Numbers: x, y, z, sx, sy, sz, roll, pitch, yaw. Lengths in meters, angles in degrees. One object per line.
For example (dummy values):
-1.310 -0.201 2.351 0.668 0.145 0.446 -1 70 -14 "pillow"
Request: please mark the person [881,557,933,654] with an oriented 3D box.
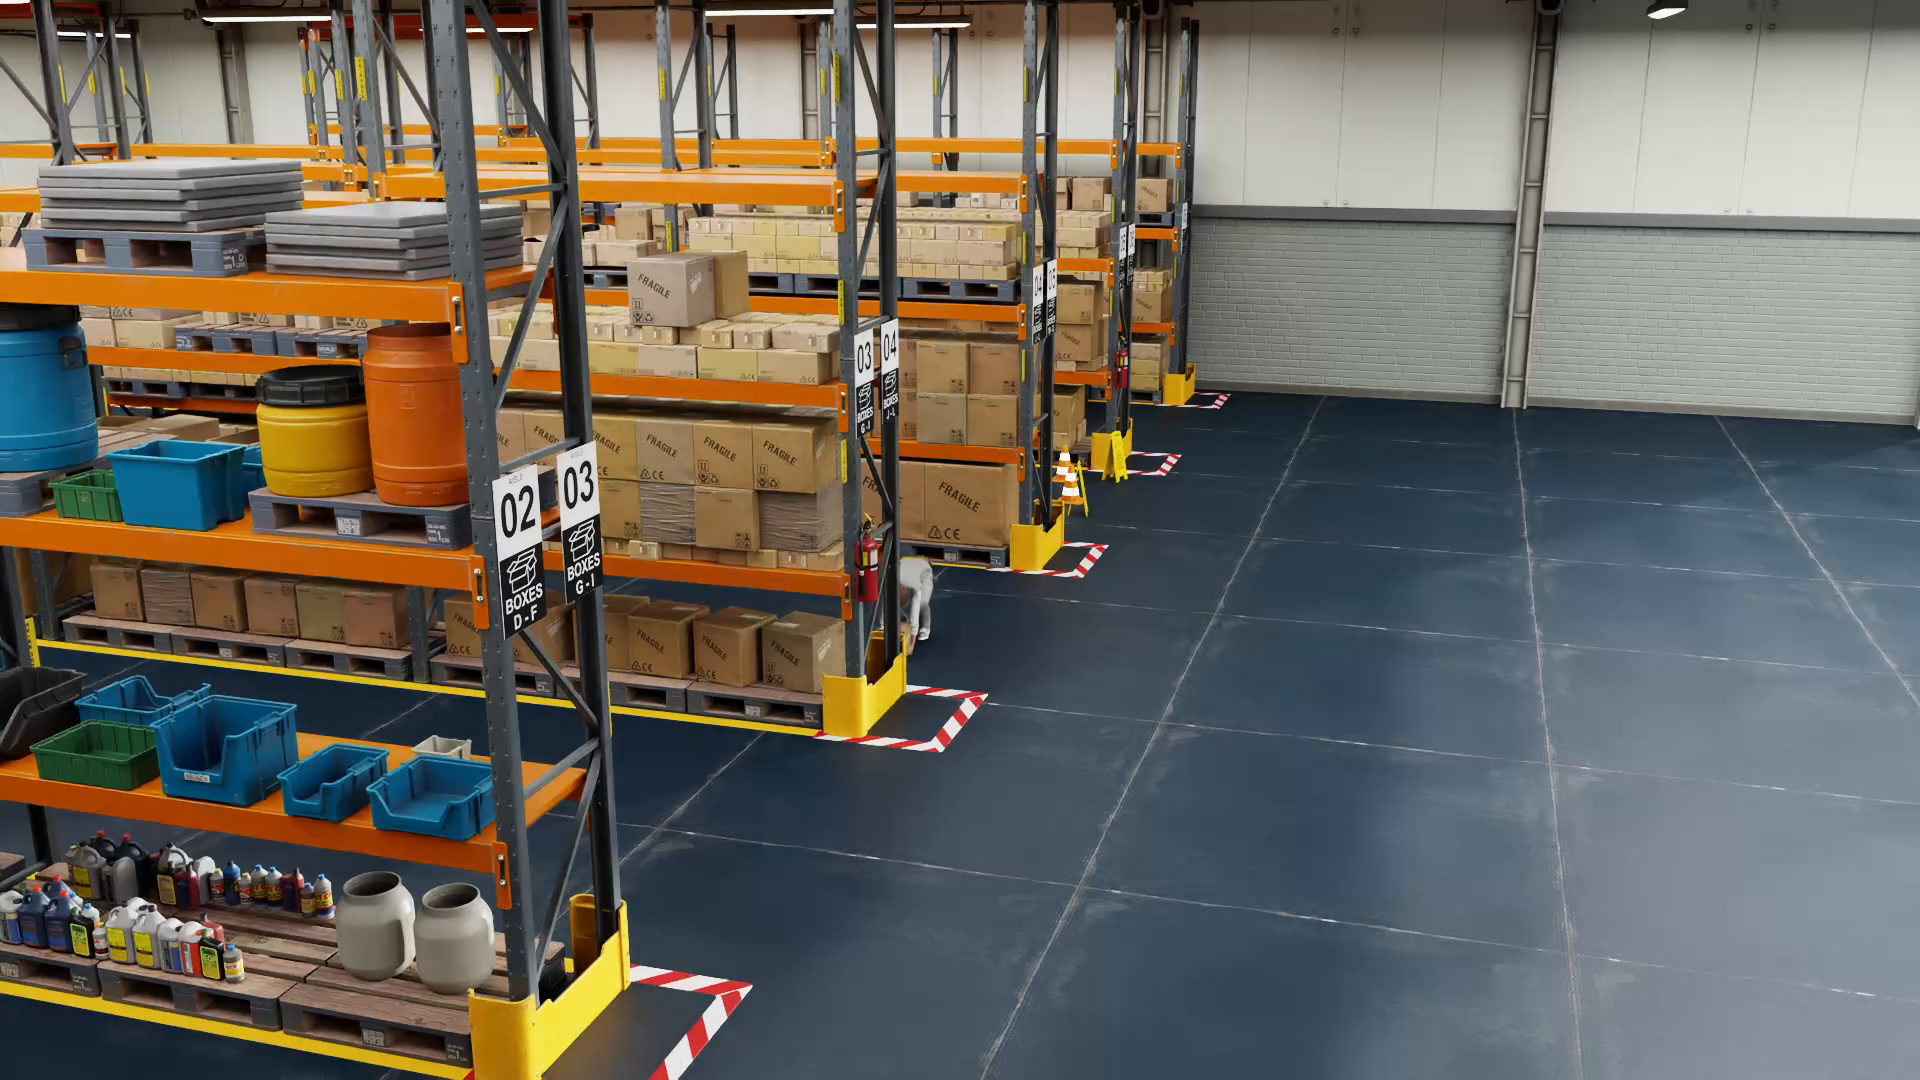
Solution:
-0.488 0.591 15.398 0.429 0.779 0.871 4 16 14 "person"
